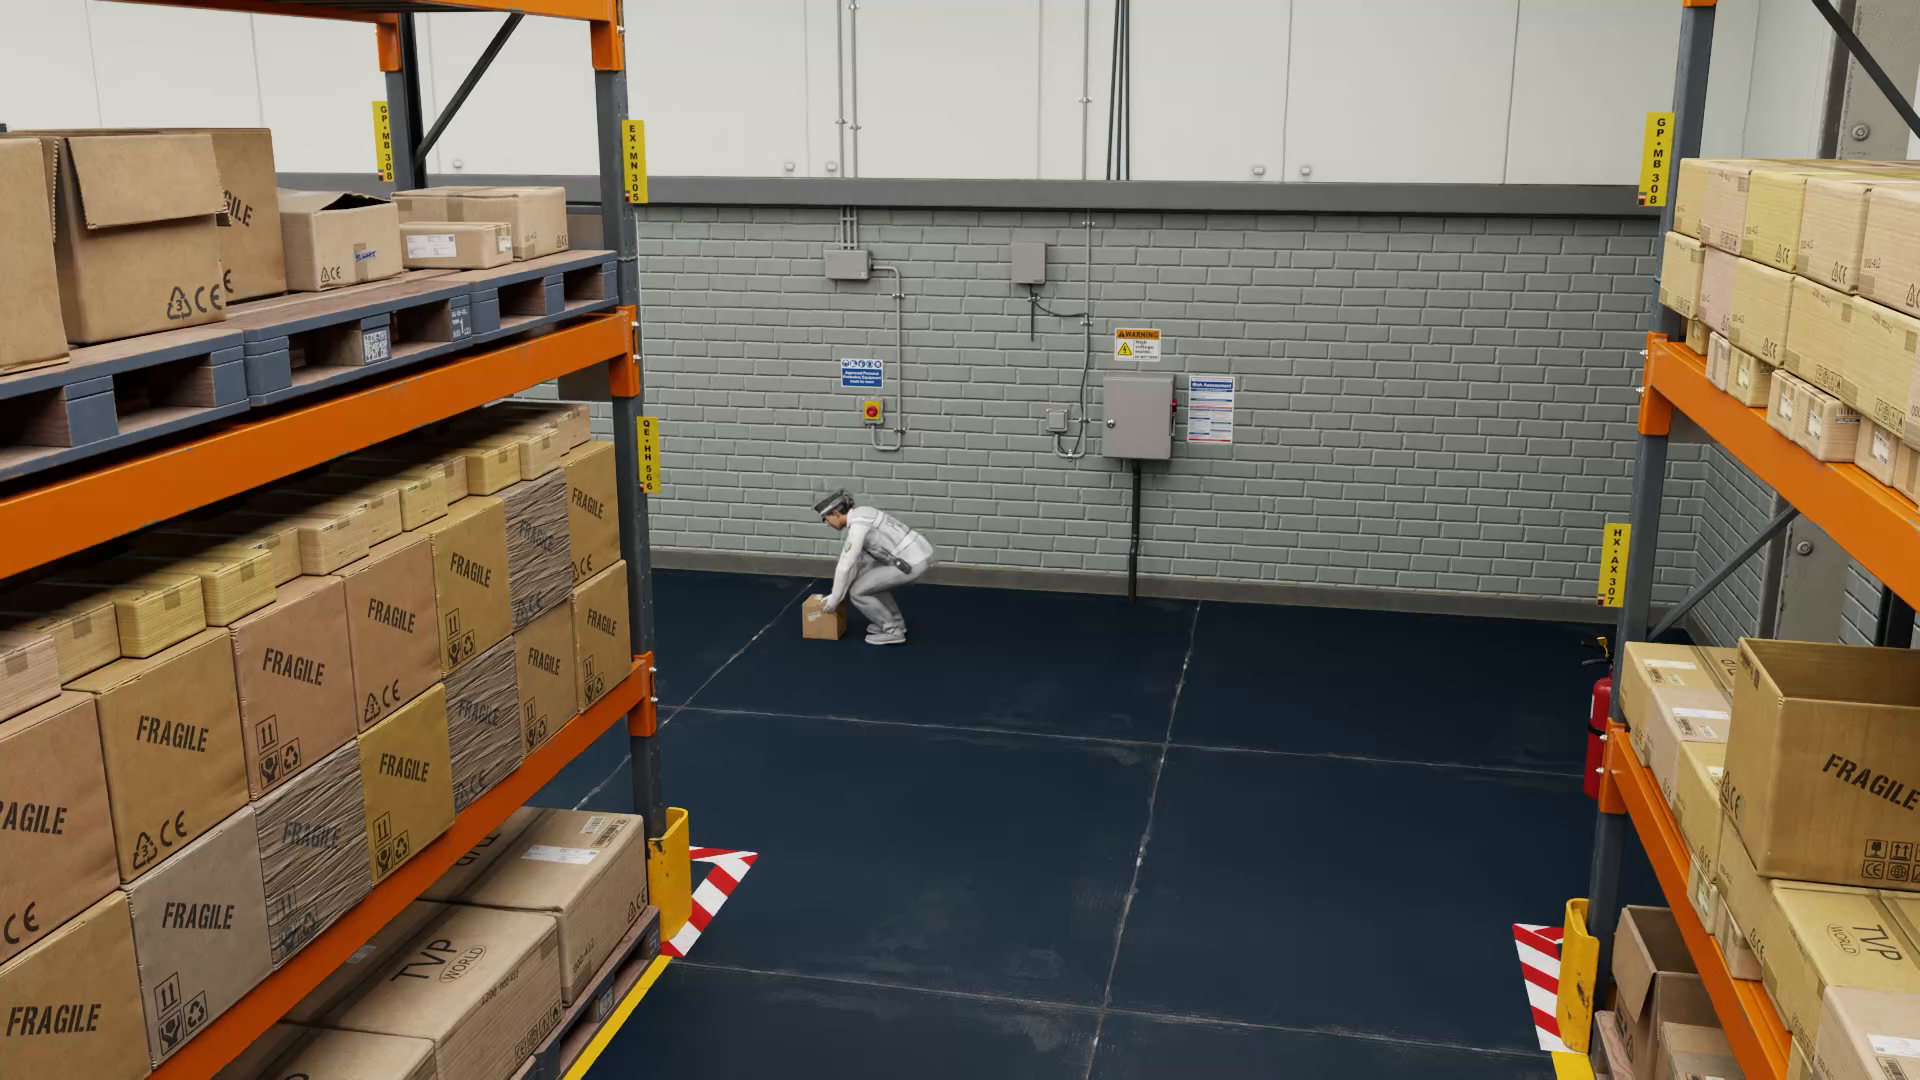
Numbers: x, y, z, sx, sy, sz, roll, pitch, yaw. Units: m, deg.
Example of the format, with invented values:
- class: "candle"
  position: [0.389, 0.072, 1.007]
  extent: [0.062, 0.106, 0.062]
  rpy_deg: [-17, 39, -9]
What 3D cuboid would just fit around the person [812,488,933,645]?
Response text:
- class: "person"
  position: [-0.612, 0.175, 11.514]
  extent: [0.821, 1.075, 0.505]
  rpy_deg: [3, 15, 11]
